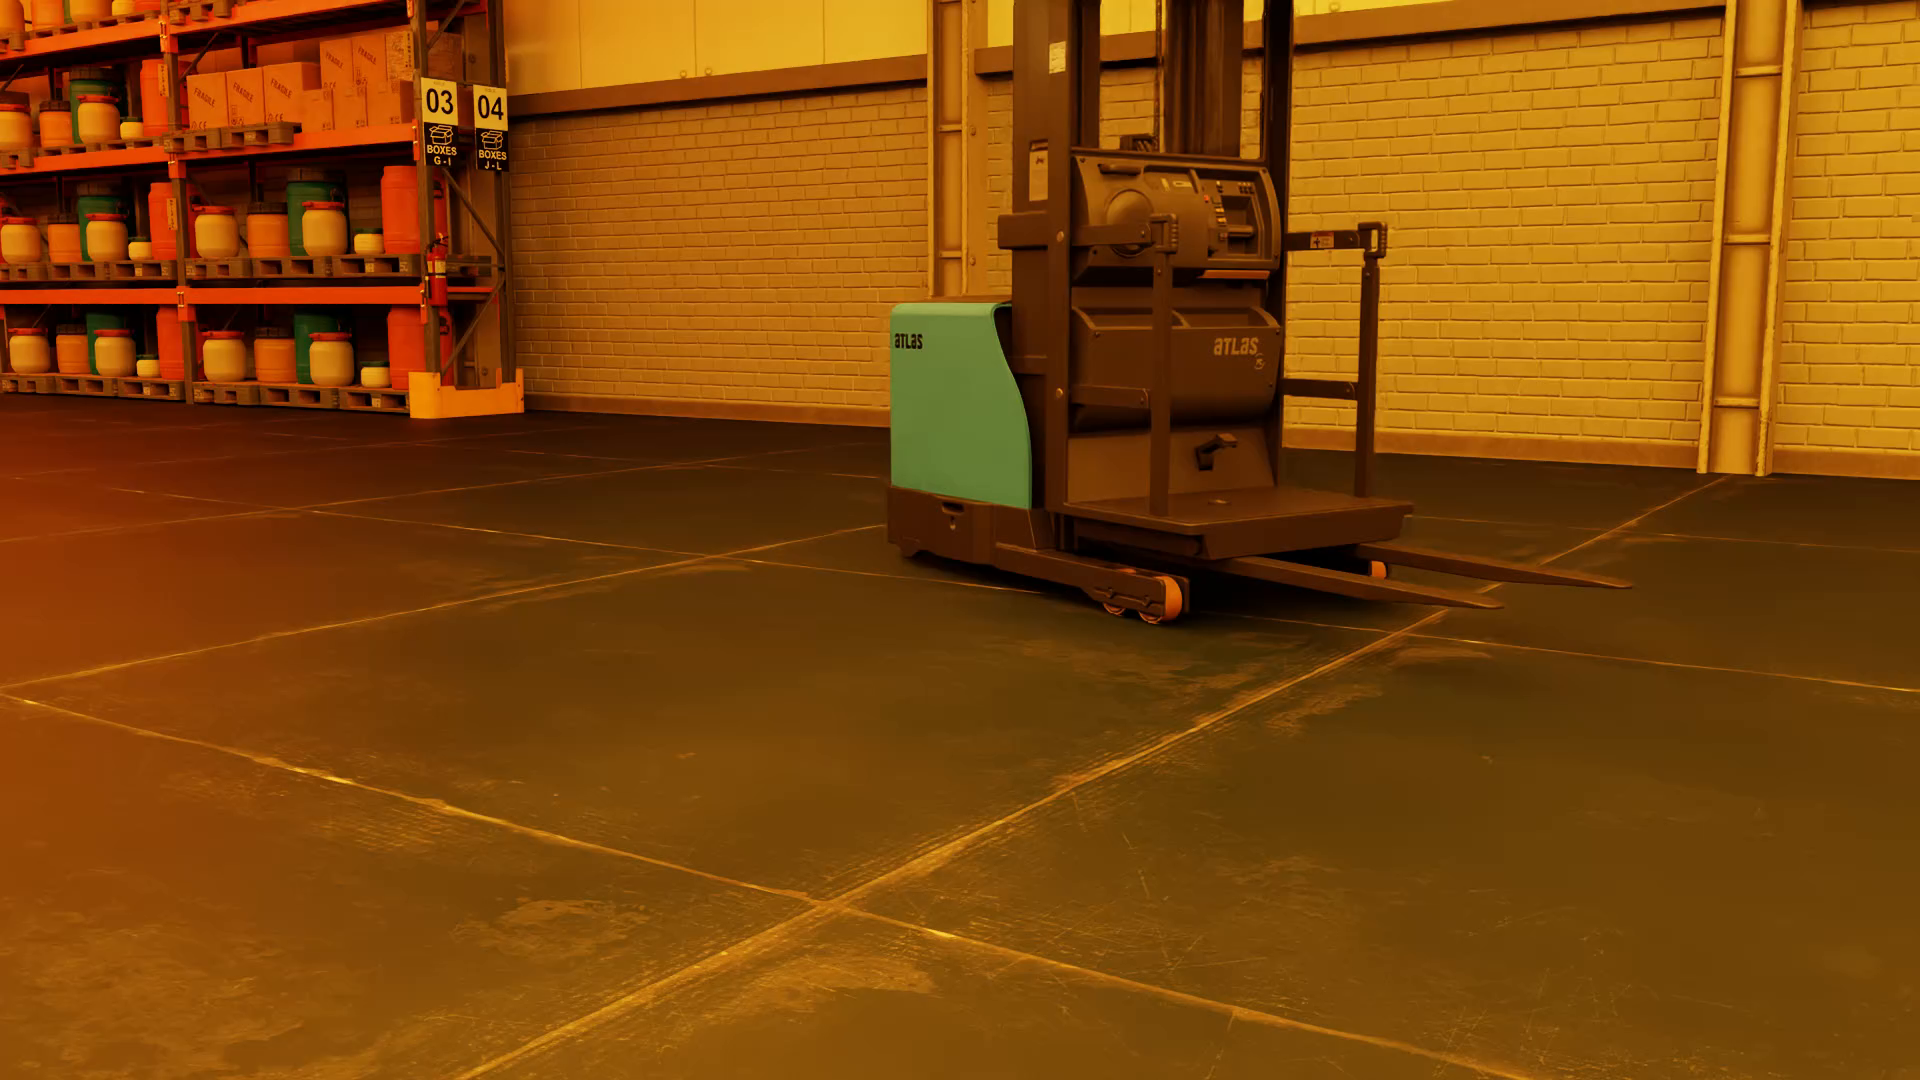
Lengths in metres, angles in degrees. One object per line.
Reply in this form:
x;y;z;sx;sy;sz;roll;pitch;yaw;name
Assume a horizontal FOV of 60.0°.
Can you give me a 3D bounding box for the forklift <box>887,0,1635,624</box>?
0.931;-1.243;5.937;1.130;2.935;3.031;-5;10;-34;forklift
